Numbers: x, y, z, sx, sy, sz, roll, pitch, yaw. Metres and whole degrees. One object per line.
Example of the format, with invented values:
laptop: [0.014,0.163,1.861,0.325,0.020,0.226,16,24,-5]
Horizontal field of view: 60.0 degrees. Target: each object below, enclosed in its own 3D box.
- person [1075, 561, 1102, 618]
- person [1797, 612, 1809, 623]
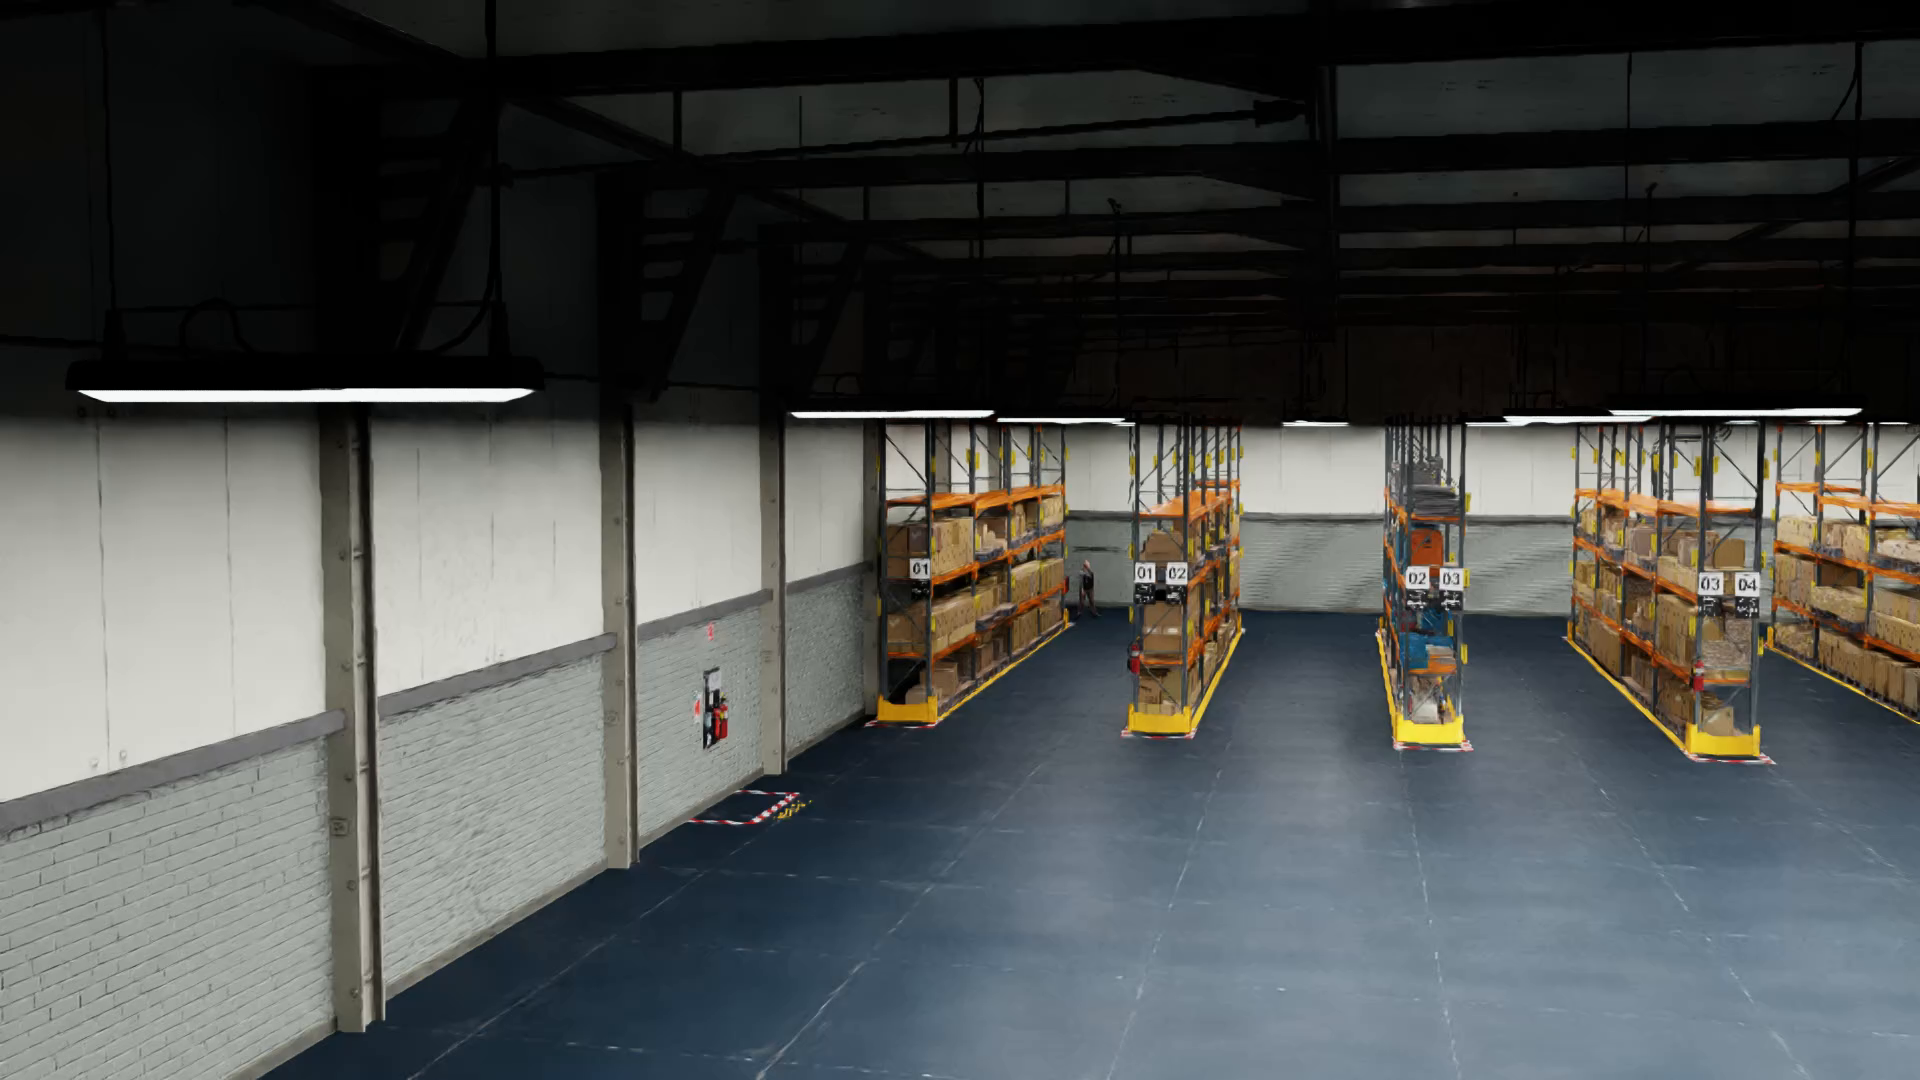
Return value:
person: [3.832,1.481,49.898,0.737,1.712,0.566,-3,5,-38]
person: [22.760,1.803,44.676,0.468,1.777,0.715,-1,4,-19]
